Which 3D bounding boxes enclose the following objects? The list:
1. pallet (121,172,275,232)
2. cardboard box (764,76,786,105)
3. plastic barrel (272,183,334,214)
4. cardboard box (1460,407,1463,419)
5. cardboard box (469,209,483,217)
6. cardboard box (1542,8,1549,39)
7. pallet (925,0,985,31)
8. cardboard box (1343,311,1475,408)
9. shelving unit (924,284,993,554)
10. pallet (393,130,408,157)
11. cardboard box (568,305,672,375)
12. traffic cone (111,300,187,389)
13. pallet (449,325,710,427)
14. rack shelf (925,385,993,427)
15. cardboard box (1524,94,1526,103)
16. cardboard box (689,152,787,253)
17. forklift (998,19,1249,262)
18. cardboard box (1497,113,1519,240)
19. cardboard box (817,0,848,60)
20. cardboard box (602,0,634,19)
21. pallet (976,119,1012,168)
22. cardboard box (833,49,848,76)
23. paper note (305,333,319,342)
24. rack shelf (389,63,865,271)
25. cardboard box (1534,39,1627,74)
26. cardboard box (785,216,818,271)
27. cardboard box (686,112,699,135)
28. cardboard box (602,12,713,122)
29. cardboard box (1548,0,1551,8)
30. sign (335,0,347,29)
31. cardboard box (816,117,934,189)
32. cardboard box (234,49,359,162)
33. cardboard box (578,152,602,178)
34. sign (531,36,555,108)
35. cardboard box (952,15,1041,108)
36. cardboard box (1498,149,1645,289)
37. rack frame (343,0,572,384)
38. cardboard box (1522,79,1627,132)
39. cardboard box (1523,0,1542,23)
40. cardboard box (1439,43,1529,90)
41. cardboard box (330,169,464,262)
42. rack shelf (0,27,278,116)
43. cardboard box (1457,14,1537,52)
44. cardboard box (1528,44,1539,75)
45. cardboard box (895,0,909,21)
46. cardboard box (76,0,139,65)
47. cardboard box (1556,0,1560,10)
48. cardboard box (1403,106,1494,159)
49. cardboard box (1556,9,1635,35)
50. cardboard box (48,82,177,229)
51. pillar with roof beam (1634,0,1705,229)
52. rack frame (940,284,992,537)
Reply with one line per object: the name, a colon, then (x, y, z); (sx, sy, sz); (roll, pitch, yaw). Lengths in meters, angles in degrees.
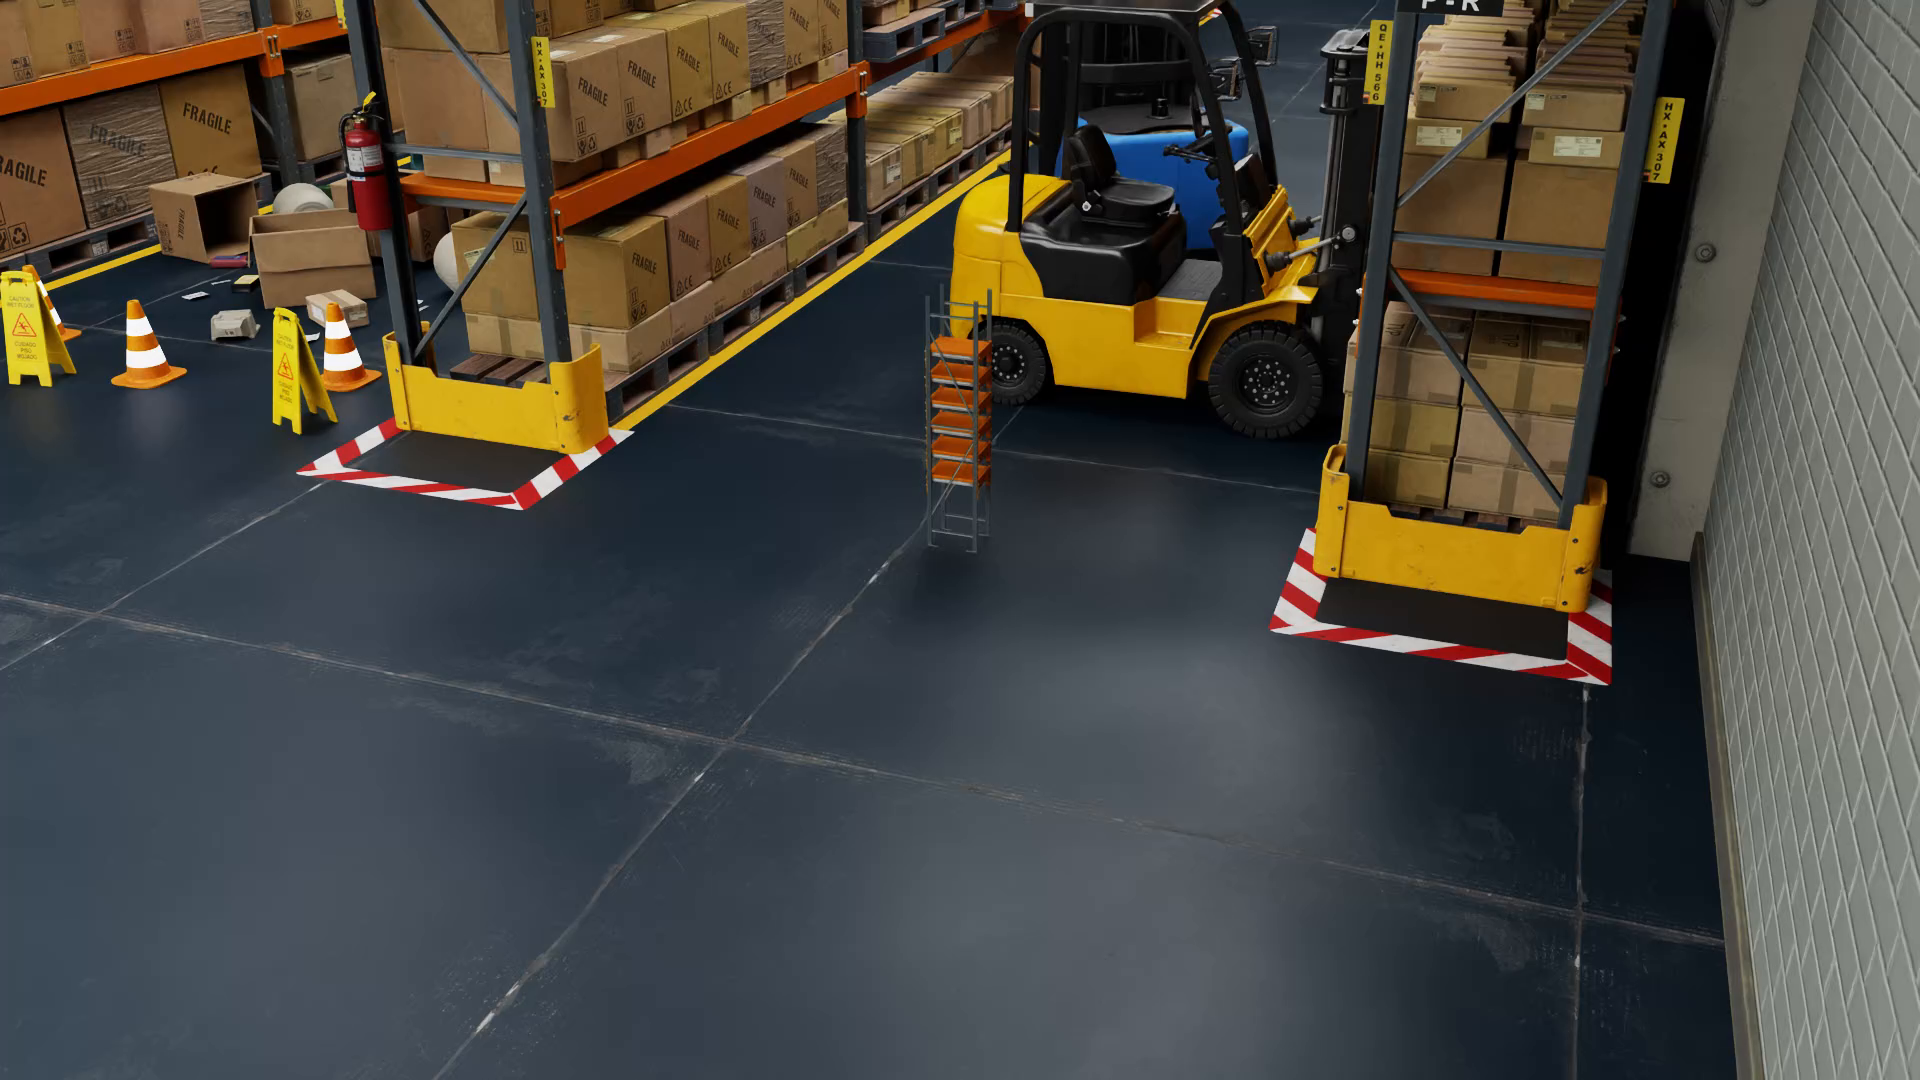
pallet: (-6.195, -2.677, 13.037); (1.003, 0.211, 1.213); (9, 27, 17)
cardboard box: (-1.321, -2.850, 10.482); (0.380, 0.149, 0.250); (8, 27, 17)
plastic barrel: (-4.799, -2.385, 12.191); (0.421, 0.421, 0.512); (-14, 29, -27)
cardboard box: (2.229, -0.821, 8.104); (0.500, 0.250, 0.500); (8, 27, 17)
cardboard box: (-3.461, -2.303, 12.202); (0.258, 0.266, 0.396); (-9, 27, -18)
cardboard box: (3.926, -3.168, 10.449); (0.500, 0.250, 0.500); (8, 27, 17)
pallet: (-0.455, -4.295, 13.399); (1.003, 0.211, 1.213); (9, 27, 17)
cardboard box: (2.044, -0.831, 7.550); (0.500, 0.250, 0.500); (10, 27, 19)
shelving unit: (-0.005, -0.534, 7.476); (0.258, 1.200, 0.189); (9, 27, 17)
pallet: (-5.278, -3.809, 15.376); (1.003, 0.211, 1.213); (9, 27, 17)
cardboard box: (-1.968, -1.156, 9.369); (0.500, 0.250, 0.500); (9, 27, 17)
traffic cone: (-4.731, -1.157, 9.608); (0.336, 0.463, 0.334); (9, 27, 17)
pallet: (-2.168, -1.018, 9.611); (1.003, 0.211, 1.213); (9, 27, 17)
rack shelf: (-0.005, -0.602, 7.443); (0.258, 0.103, 0.180); (9, 27, 17)
cardboard box: (2.655, -1.848, 7.265); (0.380, 0.149, 0.250); (8, 27, 17)
cardboard box: (-1.446, -2.145, 10.551); (0.500, 0.500, 0.500); (10, 28, 20)
forklift: (1.028, -3.586, 11.794); (1.130, 2.935, 3.031); (-7, 27, -13)
cardboard box: (2.282, -1.692, 7.688); (0.500, 0.500, 0.500); (10, 27, 19)
cardboard box: (-1.080, -3.517, 11.117); (0.500, 0.500, 0.500); (8, 27, 16)
cardboard box: (-2.285, -3.215, 9.345); (0.700, 0.500, 0.500); (8, 27, 17)
pallet: (-0.097, -3.625, 14.995); (1.003, 0.211, 1.213); (9, 27, 17)
cardboard box: (-0.986, -3.268, 11.345); (0.380, 0.149, 0.250); (8, 27, 17)
paper note: (-4.060, -1.254, 10.305); (0.148, 0.019, 0.142); (0, 26, -1)
rack shelf: (-1.832, -2.412, 10.114); (1.077, 0.370, 4.000); (9, 27, 17)
cardboard box: (2.852, -2.198, 7.646); (0.380, 0.149, 0.250); (10, 27, 19)
cardboard box: (-1.277, -2.006, 11.125); (0.500, 0.250, 0.500); (8, 27, 16)
cardboard box: (-1.740, -2.439, 9.634); (0.380, 0.149, 0.250); (10, 27, 19)
cardboard box: (-1.740, -2.670, 9.366); (0.500, 0.500, 0.500); (8, 27, 16)
cardboard box: (3.964, -3.862, 11.882); (0.500, 0.250, 0.500); (9, 27, 18)
sign: (-3.014, -2.666, 8.122); (0.100, 0.325, 0.005); (9, 27, 17)
cardboard box: (-0.758, -3.075, 13.193); (0.950, 0.372, 0.625); (11, 28, 21)
cardboard box: (-5.746, -3.678, 14.004); (1.050, 0.750, 0.750); (9, 27, 17)
cardboard box: (-2.119, -2.016, 8.760); (0.380, 0.149, 0.250); (9, 27, 18)
sign: (-1.986, -2.224, 7.909); (0.100, 0.325, 0.005); (9, 27, 17)
cardboard box: (0.473, -4.705, 15.983); (0.875, 0.875, 0.875); (8, 27, 17)
cardboard box: (2.612, -1.403, 7.092); (0.500, 0.500, 0.500); (10, 27, 19)
rack frame: (-2.497, -1.913, 8.260); (1.000, 3.000, 0.127); (9, 27, 17)
cardboard box: (2.498, -1.773, 6.769); (0.380, 0.149, 0.250); (8, 27, 16)
cardboard box: (3.052, -2.995, 9.294); (0.380, 0.149, 0.250); (8, 27, 16)
cardboard box: (2.373, -2.153, 7.553); (0.380, 0.149, 0.250); (9, 27, 18)
cardboard box: (-3.997, -2.325, 11.820); (0.797, 0.637, 0.503); (9, 27, 17)
rack shelf: (-6.533, -3.088, 11.511); (1.077, 0.370, 4.000); (9, 27, 17)
cardboard box: (2.710, -2.576, 8.428); (0.380, 0.149, 0.250); (9, 27, 18)
cardboard box: (2.964, -2.523, 9.404); (0.500, 0.500, 0.500); (9, 27, 18)
cardboard box: (-0.593, -3.916, 12.202); (0.380, 0.149, 0.250); (9, 27, 18)
cardboard box: (-6.432, -3.714, 11.806); (0.875, 0.550, 0.550); (9, 27, 17)
cardboard box: (3.572, -3.038, 9.381); (0.380, 0.149, 0.250); (8, 27, 16)
cardboard box: (2.036, -1.715, 6.991); (0.380, 0.149, 0.250); (9, 27, 18)
cardboard box: (3.238, -2.613, 8.505); (0.380, 0.149, 0.250); (8, 27, 17)
cardboard box: (-6.439, -2.847, 12.144); (0.875, 0.875, 0.875); (9, 27, 18)
pillar with roof beam: (1.203, -7.141, 12.172); (9.100, 9.000, 0.400); (9, 27, 17)
rack frame: (0.026, -0.572, 7.554); (0.240, 1.200, 0.006); (9, 27, 17)
